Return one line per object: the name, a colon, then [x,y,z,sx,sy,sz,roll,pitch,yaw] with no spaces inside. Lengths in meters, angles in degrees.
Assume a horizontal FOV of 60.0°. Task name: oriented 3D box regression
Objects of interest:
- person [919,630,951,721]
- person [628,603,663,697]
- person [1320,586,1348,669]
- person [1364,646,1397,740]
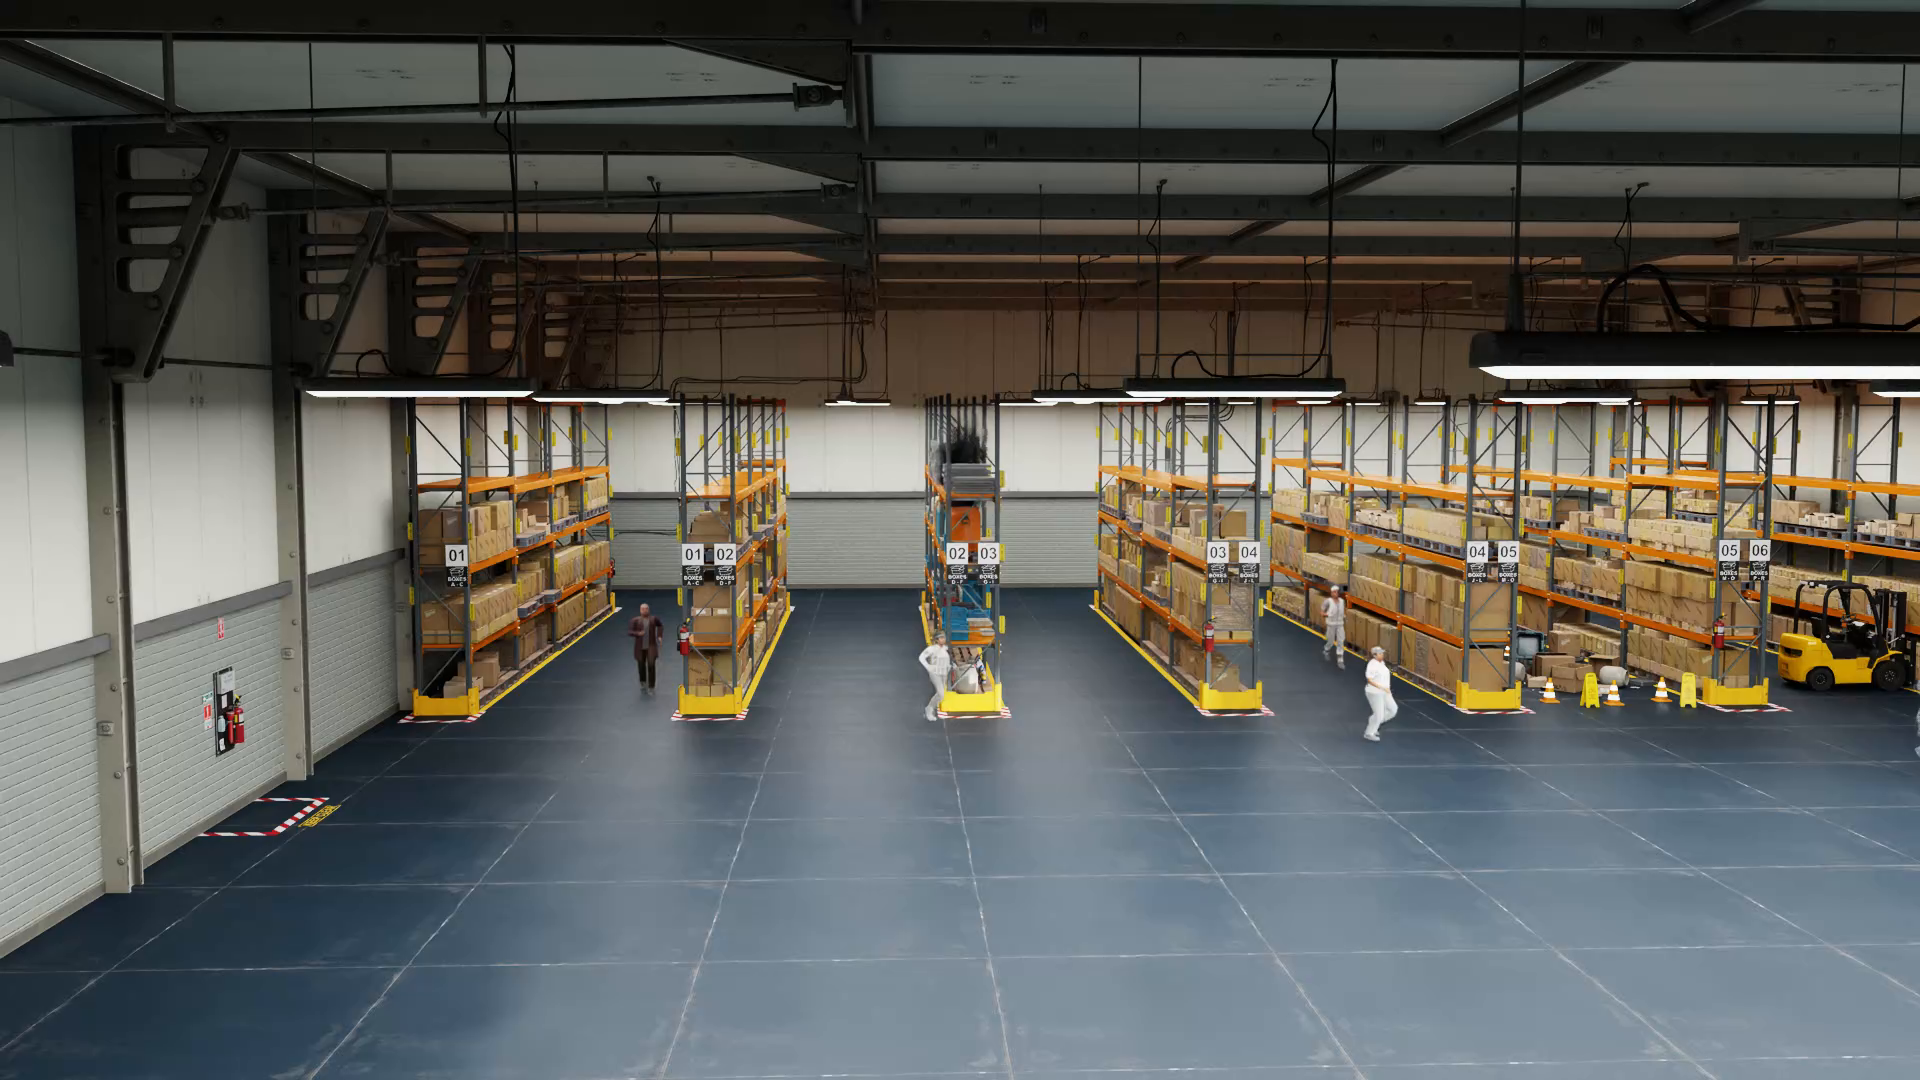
person: [-0.387,2.479,30.500,0.643,1.658,0.552,-4,6,-42]
person: [-6.314,2.182,33.391,0.678,1.829,0.923,-1,5,-10]
person: [8.291,1.902,36.795,0.656,1.786,0.987,-1,5,-7]
person: [7.257,2.645,28.730,0.527,1.630,0.617,4,6,39]
